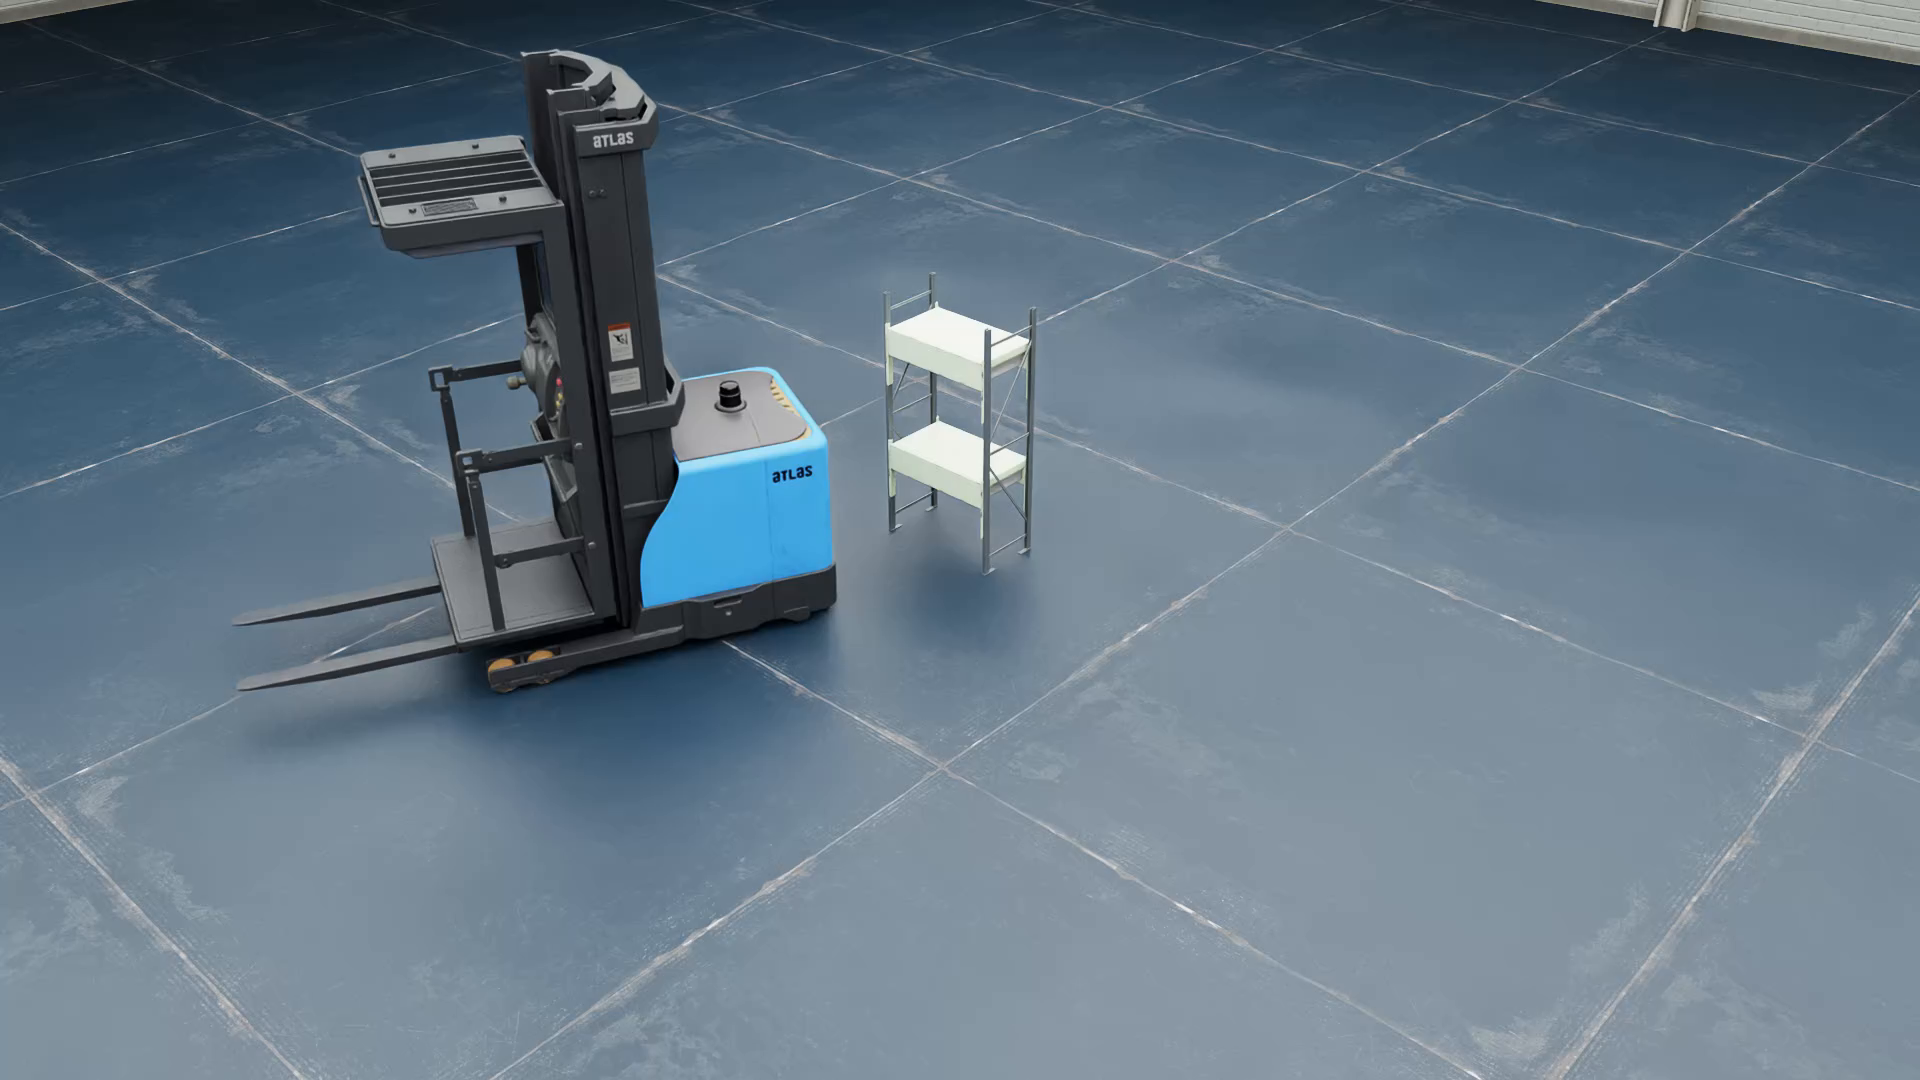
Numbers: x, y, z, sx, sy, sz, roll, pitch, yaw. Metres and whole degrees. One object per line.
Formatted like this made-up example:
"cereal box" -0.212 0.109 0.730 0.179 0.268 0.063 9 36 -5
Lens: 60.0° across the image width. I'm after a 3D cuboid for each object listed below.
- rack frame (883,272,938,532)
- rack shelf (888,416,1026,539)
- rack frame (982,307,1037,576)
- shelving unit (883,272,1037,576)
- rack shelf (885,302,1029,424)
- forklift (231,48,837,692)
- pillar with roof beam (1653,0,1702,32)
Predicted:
"rack frame" -0.276 -0.772 9.522 0.023 1.500 0.400 25 39 35
"rack shelf" -0.005 -0.366 9.480 0.720 0.370 0.431 25 39 35
"rack frame" 0.266 -0.518 9.101 0.023 1.500 0.400 25 39 35
"shelving unit" -0.005 -0.645 9.311 0.755 1.500 0.431 25 39 35
"rack shelf" -0.005 -0.979 9.110 0.720 0.370 0.431 25 39 35
"forklift" -2.234 -0.796 8.174 3.031 2.935 1.130 -12 33 -19
"pillar with roof beam" 5.661 -8.356 14.850 0.400 9.000 9.100 25 39 35
